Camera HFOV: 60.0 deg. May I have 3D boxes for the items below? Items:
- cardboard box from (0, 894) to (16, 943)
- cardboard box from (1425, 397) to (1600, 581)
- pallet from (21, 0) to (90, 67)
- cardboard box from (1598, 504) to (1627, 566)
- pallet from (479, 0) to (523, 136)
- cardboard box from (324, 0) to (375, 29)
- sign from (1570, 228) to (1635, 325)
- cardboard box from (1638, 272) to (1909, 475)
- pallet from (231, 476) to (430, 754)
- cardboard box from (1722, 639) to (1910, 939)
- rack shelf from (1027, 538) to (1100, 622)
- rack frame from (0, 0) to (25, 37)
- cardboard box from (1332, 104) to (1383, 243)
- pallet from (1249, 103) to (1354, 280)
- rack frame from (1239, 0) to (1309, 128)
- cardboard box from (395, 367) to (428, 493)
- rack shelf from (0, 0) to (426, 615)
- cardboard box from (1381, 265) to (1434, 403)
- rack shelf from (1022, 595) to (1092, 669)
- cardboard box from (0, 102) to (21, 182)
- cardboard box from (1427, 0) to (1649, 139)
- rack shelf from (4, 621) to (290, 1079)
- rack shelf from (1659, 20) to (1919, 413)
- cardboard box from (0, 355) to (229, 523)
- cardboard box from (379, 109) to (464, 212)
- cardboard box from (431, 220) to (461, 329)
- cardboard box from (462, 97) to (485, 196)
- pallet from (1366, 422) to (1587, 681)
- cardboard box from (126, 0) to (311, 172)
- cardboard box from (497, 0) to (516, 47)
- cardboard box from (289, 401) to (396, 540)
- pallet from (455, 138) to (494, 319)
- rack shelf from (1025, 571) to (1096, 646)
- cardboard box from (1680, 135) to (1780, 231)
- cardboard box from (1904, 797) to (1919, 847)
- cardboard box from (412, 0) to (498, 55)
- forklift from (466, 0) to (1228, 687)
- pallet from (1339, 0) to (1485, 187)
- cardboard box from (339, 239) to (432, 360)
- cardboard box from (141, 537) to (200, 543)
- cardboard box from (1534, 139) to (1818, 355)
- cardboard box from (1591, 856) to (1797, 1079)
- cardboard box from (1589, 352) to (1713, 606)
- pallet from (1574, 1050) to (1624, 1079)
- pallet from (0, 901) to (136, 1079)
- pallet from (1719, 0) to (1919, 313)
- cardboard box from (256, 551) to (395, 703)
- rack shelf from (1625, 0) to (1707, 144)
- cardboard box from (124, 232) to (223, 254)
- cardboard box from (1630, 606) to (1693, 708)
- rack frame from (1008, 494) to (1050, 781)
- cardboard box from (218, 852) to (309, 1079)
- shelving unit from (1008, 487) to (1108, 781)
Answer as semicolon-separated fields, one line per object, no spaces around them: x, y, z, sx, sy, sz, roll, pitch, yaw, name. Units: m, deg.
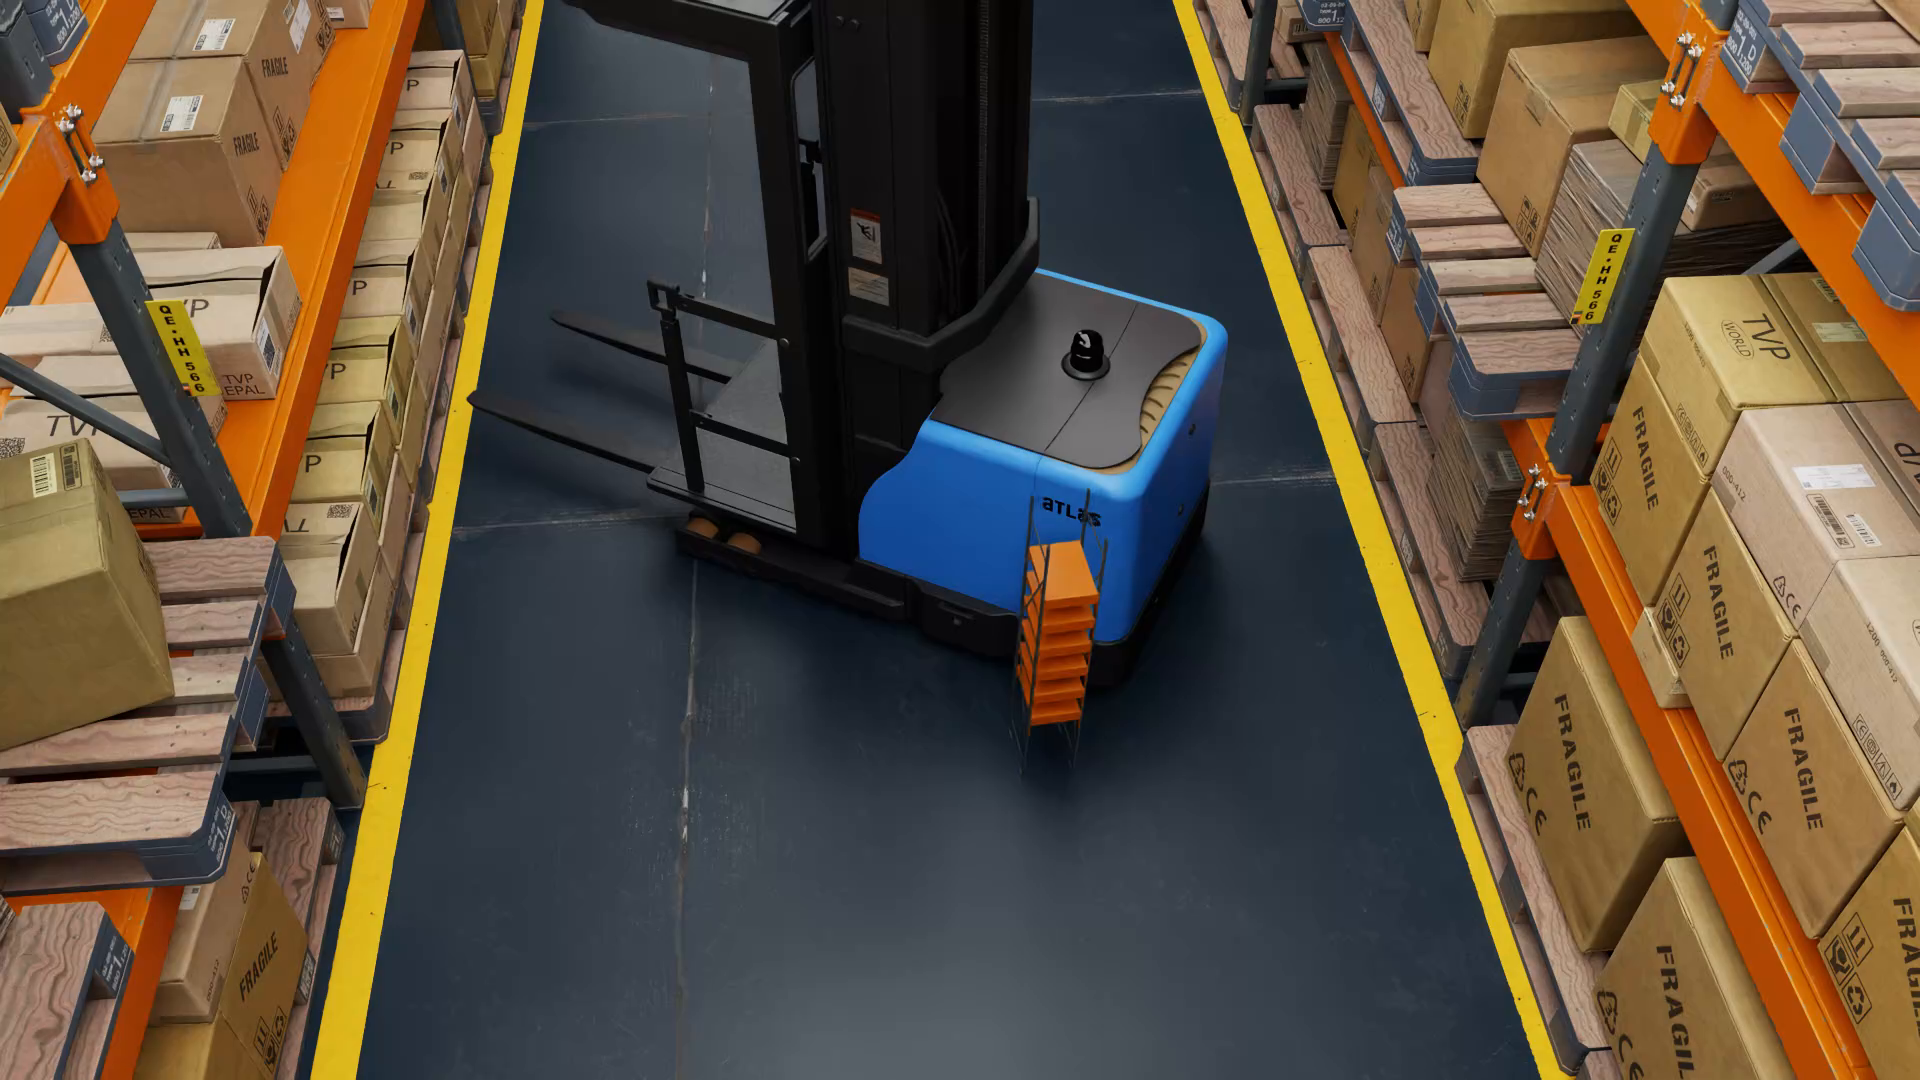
-2.554;0.847;3.524;0.700;0.500;0.500;4;47;4;cardboard box
2.218;-0.209;6.301;0.700;0.500;0.500;-3;47;-3;cardboard box
-2.751;-1.548;4.214;1.213;0.211;1.003;-2;47;-1;pallet
2.127;-0.068;4.908;0.380;0.149;0.250;-4;47;-4;cardboard box
-2.965;-2.609;9.076;1.003;0.211;1.213;-3;47;-3;pallet
-2.684;-2.319;6.973;0.396;0.266;0.258;-5;47;-4;cardboard box
1.791;-0.731;4.633;0.100;0.325;0.005;-3;47;-3;sign
2.114;-0.436;4.293;0.500;0.250;0.500;-2;47;-2;cardboard box
-2.635;0.265;6.354;1.003;0.211;1.213;-3;47;-3;pallet
2.191;0.562;3.864;0.500;0.500;0.500;-4;47;-3;cardboard box
0.328;0.127;5.364;0.180;0.103;0.258;-7;47;-9;rack shelf
-2.605;-2.159;2.597;1.000;3.000;0.127;-3;47;-3;rack frame
2.167;-1.683;7.697;0.700;0.500;0.500;-4;47;-4;cardboard box
2.062;-1.772;8.283;1.003;0.211;1.213;-3;47;-3;pallet
1.996;-3.294;7.804;1.000;3.000;0.127;-3;47;-3;rack frame
-2.449;-0.431;6.697;0.500;0.250;0.500;-5;47;-4;cardboard box
-2.773;-1.296;6.407;1.077;0.370;4.000;-3;47;-3;rack shelf
2.221;-0.947;6.999;0.700;0.500;0.500;-4;47;-4;cardboard box
0.318;0.293;5.537;0.180;0.103;0.258;-7;47;-9;rack shelf
-2.535;-0.848;3.353;0.910;0.500;0.500;-3;47;-3;cardboard box
2.155;-1.825;6.041;0.700;0.500;0.500;-3;47;-3;cardboard box
-2.438;1.598;3.666;1.077;0.370;4.000;-3;47;-3;rack shelf
2.498;0.263;2.864;1.077;0.370;4.000;-3;47;-3;rack shelf
-2.592;-0.331;5.059;0.500;0.311;0.500;-1;47;-1;cardboard box
-2.571;-1.730;7.541;0.500;0.311;0.500;-2;47;-2;cardboard box
-2.533;-1.170;7.397;0.500;0.250;0.500;-3;47;-2;cardboard box
-2.617;-1.907;8.094;0.500;0.250;0.500;-4;47;-4;cardboard box
2.267;-0.006;6.611;1.003;0.211;1.213;-3;47;-3;pallet
-2.806;-1.724;6.248;0.500;0.500;0.500;-3;47;-3;cardboard box
-2.714;-2.905;9.040;0.500;0.250;0.500;-3;47;-3;cardboard box
-2.409;-0.264;6.153;0.500;0.311;0.500;-5;47;-4;cardboard box
-2.840;-1.501;8.026;1.003;0.211;1.213;-3;47;-3;pallet
0.323;0.210;5.451;0.180;0.103;0.258;-7;47;-9;rack shelf
2.272;-1.056;4.866;0.380;0.149;0.250;-9;47;-8;cardboard box
2.252;0.662;3.253;0.500;0.250;0.500;-4;47;-4;cardboard box
-2.667;-2.801;8.425;0.500;0.500;0.500;-3;47;-3;cardboard box
-0.571;-1.202;5.869;3.031;2.935;1.130;19;49;17;forklift
2.124;-1.764;6.486;1.003;0.211;1.213;-3;47;-3;pallet
-2.493;-1.005;6.854;0.500;0.311;0.500;-4;47;-4;cardboard box
-2.895;0.148;5.762;0.500;0.311;0.500;-2;47;-2;cardboard box
2.281;-0.925;5.188;0.700;0.500;0.500;-8;47;-8;cardboard box
2.328;1.369;4.579;0.750;0.750;0.750;-4;47;-3;cardboard box
2.116;-0.176;4.564;0.500;0.500;0.500;-2;47;-2;cardboard box
2.421;2.015;4.697;1.003;0.211;1.213;-3;47;-3;pallet
-2.438;1.377;3.512;1.003;0.211;1.213;-3;47;-3;pallet
2.437;-0.904;3.604;1.213;0.211;1.003;-2;47;-1;pallet
-2.357;0.308;5.997;0.500;0.250;0.500;-4;47;-3;cardboard box
2.163;-2.631;5.605;1.077;0.370;4.000;-3;47;-3;rack shelf
-2.768;-0.929;5.737;0.380;0.149;0.250;0;47;0;cardboard box
2.078;0.312;4.548;0.380;0.149;0.250;-2;47;-2;cardboard box
0.225;0.356;5.576;0.006;1.200;0.240;-7;47;-9;rack frame
-2.293;1.275;4.896;0.500;0.500;0.500;-2;47;-2;cardboard box
0.315;0.346;5.591;0.189;1.200;0.258;-7;47;-9;shelving unit
